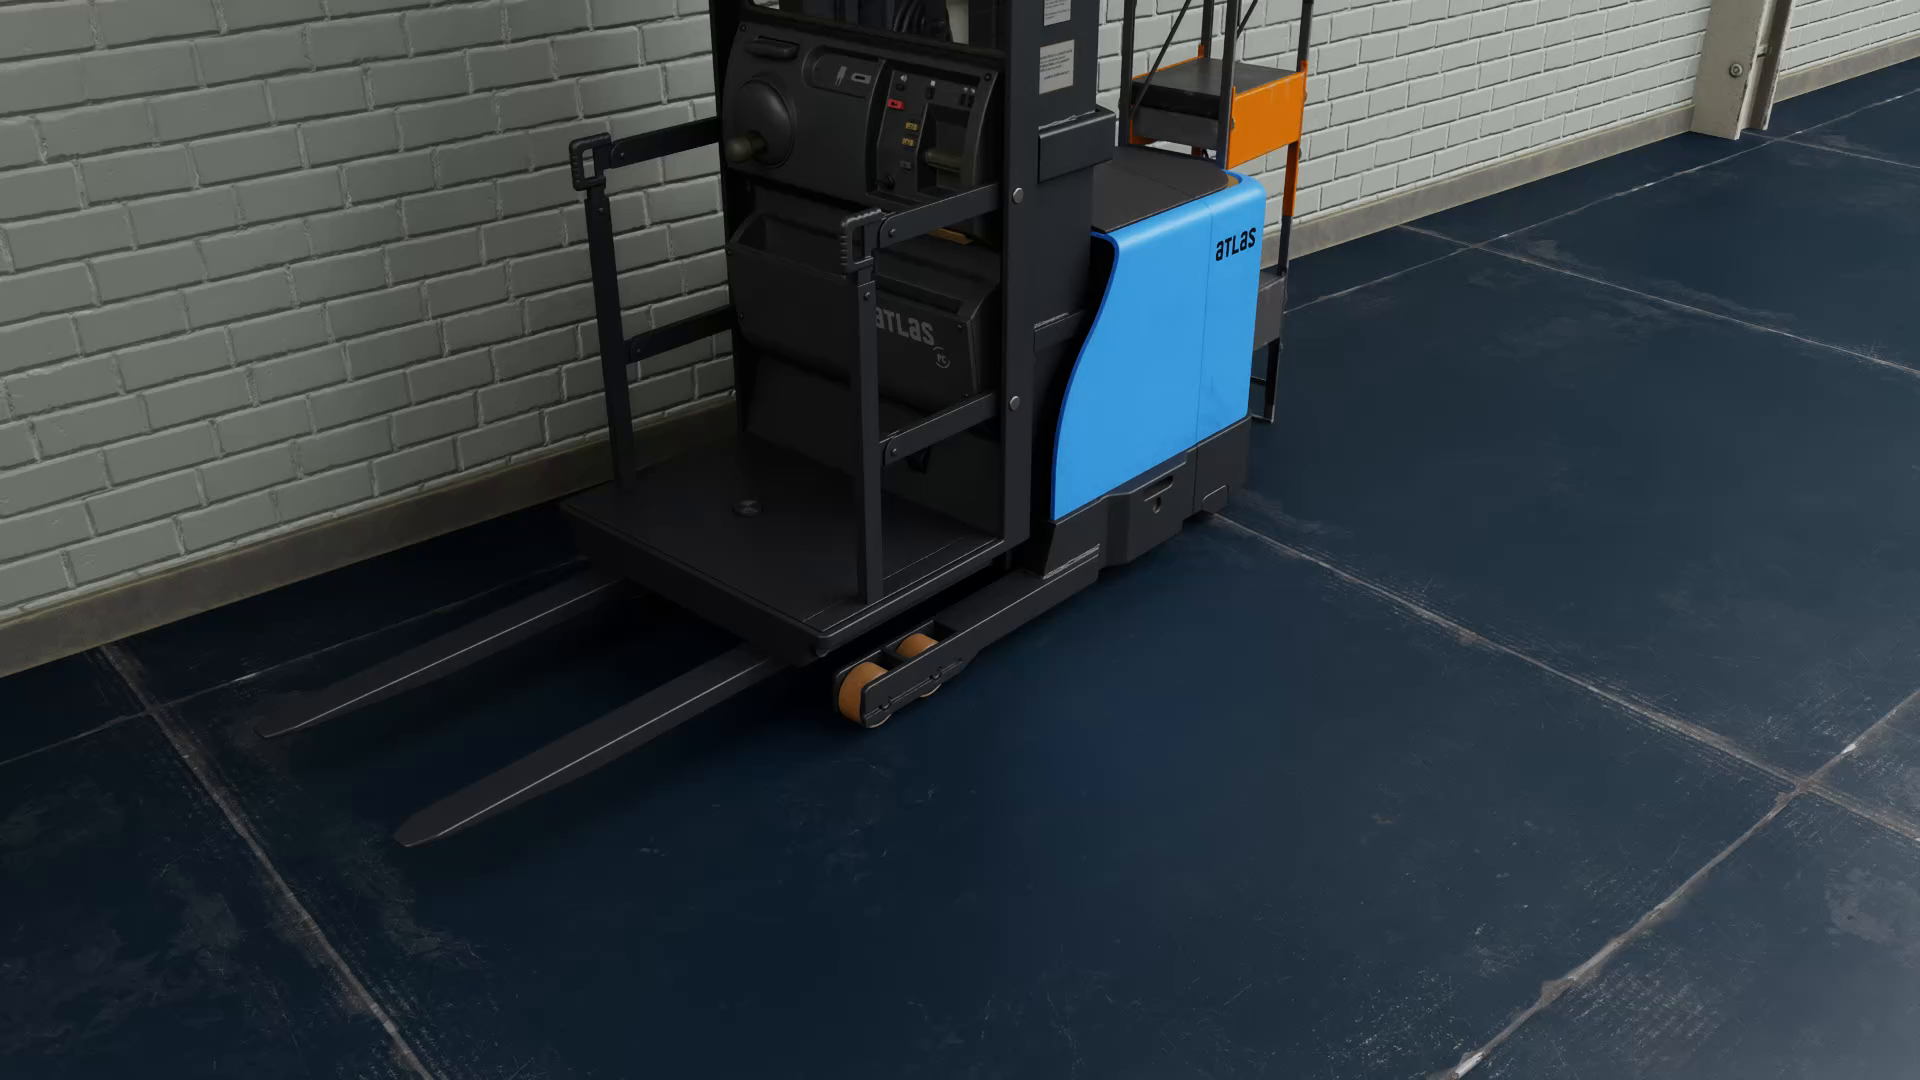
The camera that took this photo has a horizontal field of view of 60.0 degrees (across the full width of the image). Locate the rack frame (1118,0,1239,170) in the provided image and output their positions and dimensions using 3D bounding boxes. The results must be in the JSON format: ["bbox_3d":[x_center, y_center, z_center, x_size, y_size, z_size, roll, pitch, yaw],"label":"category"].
[{"bbox_3d":[0.676,-1.228,5.319,0.400,2.100,0.015,20,34,33],"label":"rack frame"}]

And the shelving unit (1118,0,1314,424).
[{"bbox_3d":[0.827,-1.318,5.488,0.431,2.100,0.503,20,34,33],"label":"shelving unit"}]

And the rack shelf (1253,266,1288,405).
[{"bbox_3d":[0.827,-0.689,5.825,0.431,0.518,0.480,20,34,33],"label":"rack shelf"}]

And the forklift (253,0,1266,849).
[{"bbox_3d":[-0.417,-1.074,4.151,1.130,2.935,3.031,23,36,36],"label":"forklift"}]

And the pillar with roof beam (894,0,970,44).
[{"bbox_3d":[2.729,-3.004,1.324,0.400,9.000,9.100,-22,35,-35],"label":"pillar with roof beam"}]

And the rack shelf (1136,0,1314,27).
[{"bbox_3d":[0.827,-1.923,5.165,0.431,0.518,0.480,20,34,33],"label":"rack shelf"}]

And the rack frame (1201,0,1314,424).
[{"bbox_3d":[0.978,-1.408,5.657,0.400,2.100,0.015,20,34,33],"label":"rack frame"}]

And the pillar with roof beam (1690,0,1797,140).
[{"bbox_3d":[7.293,-4.839,4.758,0.400,9.000,9.100,-22,35,-35],"label":"pillar with roof beam"}]

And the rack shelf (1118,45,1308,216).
[{"bbox_3d":[0.827,-1.306,5.495,0.431,0.518,0.480,20,34,33],"label":"rack shelf"}]
